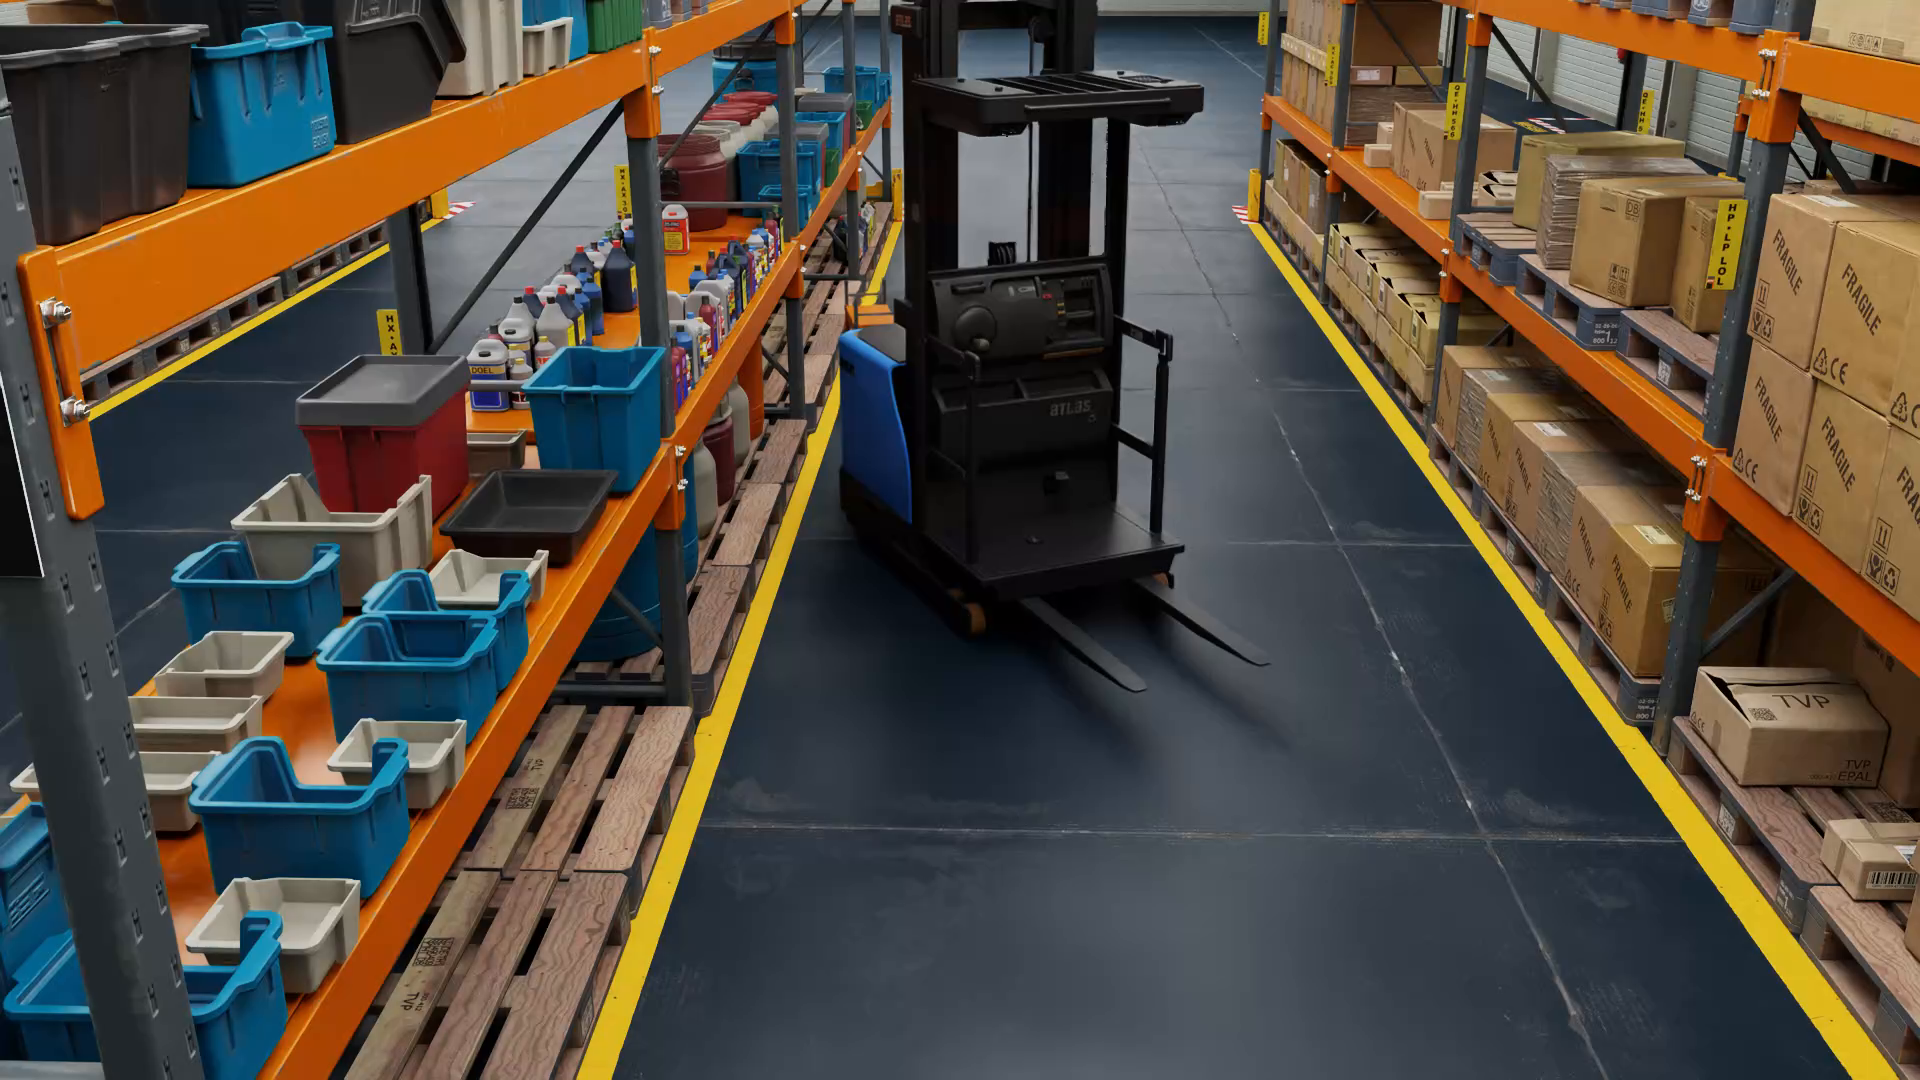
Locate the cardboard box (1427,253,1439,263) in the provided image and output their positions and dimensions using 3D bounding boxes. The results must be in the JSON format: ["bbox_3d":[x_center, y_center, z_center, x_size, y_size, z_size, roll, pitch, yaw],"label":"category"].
[{"bbox_3d":[3.832,-2.077,12.681,0.500,0.311,0.500,1,21,1],"label":"cardboard box"}]

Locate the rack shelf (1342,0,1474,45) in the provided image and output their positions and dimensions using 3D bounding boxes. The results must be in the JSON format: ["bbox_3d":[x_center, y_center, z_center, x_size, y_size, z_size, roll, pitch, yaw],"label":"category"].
[{"bbox_3d":[3.524,-3.760,11.420,1.077,0.370,4.000,1,21,2],"label":"rack shelf"}]

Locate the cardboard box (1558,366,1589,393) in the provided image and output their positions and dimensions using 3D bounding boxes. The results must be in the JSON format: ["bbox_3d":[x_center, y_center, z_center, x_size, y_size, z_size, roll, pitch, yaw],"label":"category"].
[{"bbox_3d":[3.672,-1.002,9.275,0.500,0.250,0.500,1,21,4],"label":"cardboard box"}]

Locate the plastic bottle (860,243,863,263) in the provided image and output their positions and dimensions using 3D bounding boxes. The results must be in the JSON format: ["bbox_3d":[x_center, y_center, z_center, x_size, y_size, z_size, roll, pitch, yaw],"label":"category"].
[{"bbox_3d":[-0.912,-2.560,14.741,0.097,0.201,0.097,0,21,0],"label":"plastic bottle"}]

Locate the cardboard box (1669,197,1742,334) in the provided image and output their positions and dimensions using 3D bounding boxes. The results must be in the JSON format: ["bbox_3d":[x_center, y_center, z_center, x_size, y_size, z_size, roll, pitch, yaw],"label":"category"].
[{"bbox_3d":[3.537,-1.188,7.225,0.700,0.500,0.500,4,22,10],"label":"cardboard box"}]

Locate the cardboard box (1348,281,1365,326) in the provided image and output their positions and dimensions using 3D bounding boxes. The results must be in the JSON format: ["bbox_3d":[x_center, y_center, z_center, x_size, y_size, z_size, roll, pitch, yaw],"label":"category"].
[{"bbox_3d":[3.295,-1.819,12.790,0.500,0.250,0.500,0,21,0],"label":"cardboard box"}]

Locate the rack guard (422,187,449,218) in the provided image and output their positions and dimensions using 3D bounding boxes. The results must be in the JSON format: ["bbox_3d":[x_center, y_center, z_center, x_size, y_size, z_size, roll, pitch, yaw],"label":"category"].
[{"bbox_3d":[-6.198,-3.784,18.089,1.175,0.500,0.348,1,21,2],"label":"rack guard"}]

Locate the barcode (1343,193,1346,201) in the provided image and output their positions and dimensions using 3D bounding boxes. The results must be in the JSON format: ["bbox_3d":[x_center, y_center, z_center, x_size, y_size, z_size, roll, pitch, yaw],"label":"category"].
[{"bbox_3d":[3.161,-2.820,13.669,0.001,0.075,0.075,1,21,2],"label":"barcode"}]

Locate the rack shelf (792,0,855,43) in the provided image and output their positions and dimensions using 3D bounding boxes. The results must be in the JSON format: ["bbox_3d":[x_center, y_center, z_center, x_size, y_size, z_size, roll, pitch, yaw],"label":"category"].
[{"bbox_3d":[-1.427,-3.816,11.564,1.077,0.370,4.000,1,21,2],"label":"rack shelf"}]

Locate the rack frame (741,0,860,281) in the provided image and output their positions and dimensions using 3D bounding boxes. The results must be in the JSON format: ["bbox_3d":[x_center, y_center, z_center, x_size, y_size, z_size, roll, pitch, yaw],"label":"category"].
[{"bbox_3d":[-1.366,-3.476,13.840,1.000,3.000,0.127,1,21,2],"label":"rack frame"}]

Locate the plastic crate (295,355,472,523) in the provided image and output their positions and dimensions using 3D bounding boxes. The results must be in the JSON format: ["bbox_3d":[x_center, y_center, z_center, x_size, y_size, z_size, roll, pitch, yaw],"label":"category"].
[{"bbox_3d":[-1.887,-0.321,5.538,0.402,0.464,0.583,1,21,2],"label":"plastic crate"}]

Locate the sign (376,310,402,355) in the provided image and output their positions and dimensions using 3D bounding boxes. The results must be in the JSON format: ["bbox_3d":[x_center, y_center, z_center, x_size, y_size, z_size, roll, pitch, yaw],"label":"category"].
[{"bbox_3d":[-2.159,-0.719,6.353,0.100,0.325,0.005,1,21,2],"label":"sign"}]

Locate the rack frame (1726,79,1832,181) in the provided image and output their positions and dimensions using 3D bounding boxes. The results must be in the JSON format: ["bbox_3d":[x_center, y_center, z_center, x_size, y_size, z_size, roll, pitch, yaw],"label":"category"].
[{"bbox_3d":[8.658,-4.813,17.287,1.000,3.000,0.127,1,21,2],"label":"rack frame"}]

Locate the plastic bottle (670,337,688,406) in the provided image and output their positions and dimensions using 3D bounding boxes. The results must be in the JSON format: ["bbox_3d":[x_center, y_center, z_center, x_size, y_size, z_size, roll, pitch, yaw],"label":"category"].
[{"bbox_3d":[-1.168,-0.705,6.860,0.061,0.283,0.133,1,21,2],"label":"plastic bottle"}]

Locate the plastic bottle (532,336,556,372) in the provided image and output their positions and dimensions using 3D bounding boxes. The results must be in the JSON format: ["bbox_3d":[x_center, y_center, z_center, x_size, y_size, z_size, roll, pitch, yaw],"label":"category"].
[{"bbox_3d":[-1.784,-0.774,7.152,0.097,0.201,0.097,0,21,0],"label":"plastic bottle"}]

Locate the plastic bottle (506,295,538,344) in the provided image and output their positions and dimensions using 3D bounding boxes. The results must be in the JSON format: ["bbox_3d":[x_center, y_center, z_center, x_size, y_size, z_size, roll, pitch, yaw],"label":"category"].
[{"bbox_3d":[-1.909,-0.896,7.260,0.144,0.351,0.185,1,21,2],"label":"plastic bottle"}]

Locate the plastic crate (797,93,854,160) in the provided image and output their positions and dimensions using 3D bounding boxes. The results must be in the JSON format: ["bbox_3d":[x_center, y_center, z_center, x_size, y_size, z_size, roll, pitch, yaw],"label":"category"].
[{"bbox_3d":[-1.075,-3.327,13.369,0.402,0.464,0.583,1,21,2],"label":"plastic crate"}]

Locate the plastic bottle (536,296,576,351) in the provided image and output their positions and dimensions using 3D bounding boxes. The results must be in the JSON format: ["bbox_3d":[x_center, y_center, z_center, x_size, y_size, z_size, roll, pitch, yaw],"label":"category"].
[{"bbox_3d":[-1.765,-0.895,7.256,0.144,0.351,0.185,1,21,2],"label":"plastic bottle"}]

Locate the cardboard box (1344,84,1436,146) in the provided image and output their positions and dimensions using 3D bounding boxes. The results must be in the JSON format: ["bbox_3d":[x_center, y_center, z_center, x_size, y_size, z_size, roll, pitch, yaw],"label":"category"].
[{"bbox_3d":[3.592,-3.627,14.092,0.700,0.500,0.500,0,21,0],"label":"cardboard box"}]

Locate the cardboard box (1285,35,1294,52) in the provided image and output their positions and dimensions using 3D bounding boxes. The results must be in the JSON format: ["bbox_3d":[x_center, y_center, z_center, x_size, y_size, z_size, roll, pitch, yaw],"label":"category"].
[{"bbox_3d":[3.474,-4.980,16.682,0.380,0.149,0.250,0,21,0],"label":"cardboard box"}]

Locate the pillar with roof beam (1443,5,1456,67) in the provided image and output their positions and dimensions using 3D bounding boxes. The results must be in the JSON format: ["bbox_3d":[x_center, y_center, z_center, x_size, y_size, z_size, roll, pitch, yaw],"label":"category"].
[{"bbox_3d":[5.746,-13.903,32.420,9.100,9.000,0.400,1,21,2],"label":"pillar with roof beam"}]

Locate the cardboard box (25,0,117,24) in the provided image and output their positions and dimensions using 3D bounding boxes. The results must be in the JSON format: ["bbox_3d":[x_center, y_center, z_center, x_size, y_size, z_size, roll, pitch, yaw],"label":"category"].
[{"bbox_3d":[-6.481,-3.720,13.060,1.000,1.000,1.000,1,21,2],"label":"cardboard box"}]

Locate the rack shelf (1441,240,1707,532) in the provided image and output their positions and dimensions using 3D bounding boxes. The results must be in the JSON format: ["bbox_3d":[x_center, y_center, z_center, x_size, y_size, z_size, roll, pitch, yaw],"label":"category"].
[{"bbox_3d":[3.402,-0.915,8.235,1.077,0.370,4.000,1,21,2],"label":"rack shelf"}]

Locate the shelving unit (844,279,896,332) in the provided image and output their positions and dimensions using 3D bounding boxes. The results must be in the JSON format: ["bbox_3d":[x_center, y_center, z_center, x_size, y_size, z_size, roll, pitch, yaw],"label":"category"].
[{"bbox_3d":[-0.504,-0.847,9.554,0.258,1.200,0.503,-4,21,-9],"label":"shelving unit"}]

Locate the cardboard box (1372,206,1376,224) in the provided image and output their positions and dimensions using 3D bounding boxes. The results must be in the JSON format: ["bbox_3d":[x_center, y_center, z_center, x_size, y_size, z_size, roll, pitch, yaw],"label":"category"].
[{"bbox_3d":[3.919,-3.028,14.871,0.500,0.500,0.500,1,21,2],"label":"cardboard box"}]

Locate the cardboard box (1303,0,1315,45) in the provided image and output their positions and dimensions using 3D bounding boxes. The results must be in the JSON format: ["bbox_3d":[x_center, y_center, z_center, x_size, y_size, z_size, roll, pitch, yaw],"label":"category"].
[{"bbox_3d":[3.653,-4.957,15.727,0.700,0.500,0.500,1,21,2],"label":"cardboard box"}]

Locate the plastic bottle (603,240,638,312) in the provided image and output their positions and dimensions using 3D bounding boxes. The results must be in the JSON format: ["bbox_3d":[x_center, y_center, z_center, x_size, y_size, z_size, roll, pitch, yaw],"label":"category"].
[{"bbox_3d":[-1.719,-1.341,8.408,0.144,0.351,0.185,1,21,2],"label":"plastic bottle"}]

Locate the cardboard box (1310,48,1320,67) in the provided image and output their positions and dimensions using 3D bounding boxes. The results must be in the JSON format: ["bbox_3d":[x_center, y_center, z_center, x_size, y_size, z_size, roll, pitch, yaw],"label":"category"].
[{"bbox_3d":[3.424,-4.425,15.251,0.380,0.149,0.250,1,21,3],"label":"cardboard box"}]

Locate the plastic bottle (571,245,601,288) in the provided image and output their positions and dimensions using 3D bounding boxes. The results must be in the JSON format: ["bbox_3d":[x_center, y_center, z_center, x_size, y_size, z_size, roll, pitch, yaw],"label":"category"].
[{"bbox_3d":[-1.875,-1.294,8.286,0.144,0.351,0.185,1,21,2],"label":"plastic bottle"}]

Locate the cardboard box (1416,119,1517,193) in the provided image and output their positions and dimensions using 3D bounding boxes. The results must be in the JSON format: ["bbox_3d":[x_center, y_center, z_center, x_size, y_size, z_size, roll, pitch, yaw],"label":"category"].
[{"bbox_3d":[3.498,-2.627,11.515,0.500,0.500,0.500,0,21,-1],"label":"cardboard box"}]

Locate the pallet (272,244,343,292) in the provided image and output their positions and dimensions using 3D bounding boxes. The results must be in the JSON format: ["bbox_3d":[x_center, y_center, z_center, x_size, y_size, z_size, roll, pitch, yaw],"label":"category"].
[{"bbox_3d":[-6.332,-2.473,15.112,1.003,0.211,1.213,1,21,2],"label":"pallet"}]

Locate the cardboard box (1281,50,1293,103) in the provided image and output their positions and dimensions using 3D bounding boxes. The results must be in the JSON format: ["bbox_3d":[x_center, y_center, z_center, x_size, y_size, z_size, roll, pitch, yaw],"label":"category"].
[{"bbox_3d":[3.679,-4.744,16.971,0.700,0.500,0.500,1,21,2],"label":"cardboard box"}]

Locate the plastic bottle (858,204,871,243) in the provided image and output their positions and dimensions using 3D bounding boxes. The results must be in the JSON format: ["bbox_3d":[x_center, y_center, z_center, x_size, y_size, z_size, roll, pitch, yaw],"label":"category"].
[{"bbox_3d":[-0.908,-2.955,15.552,0.144,0.351,0.185,0,21,1],"label":"plastic bottle"}]

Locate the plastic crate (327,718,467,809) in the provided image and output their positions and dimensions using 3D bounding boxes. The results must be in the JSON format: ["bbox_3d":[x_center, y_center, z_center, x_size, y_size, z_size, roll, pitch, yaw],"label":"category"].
[{"bbox_3d":[-1.281,0.512,3.844,0.250,0.136,0.298,1,21,2],"label":"plastic crate"}]

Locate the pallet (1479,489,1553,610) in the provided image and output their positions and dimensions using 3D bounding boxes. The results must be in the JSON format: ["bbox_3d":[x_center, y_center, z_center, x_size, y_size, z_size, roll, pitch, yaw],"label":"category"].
[{"bbox_3d":[3.363,0.036,8.645,1.003,0.211,1.213,1,21,2],"label":"pallet"}]

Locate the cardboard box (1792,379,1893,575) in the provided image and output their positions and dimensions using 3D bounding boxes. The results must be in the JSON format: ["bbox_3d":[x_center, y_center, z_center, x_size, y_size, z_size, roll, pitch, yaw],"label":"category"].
[{"bbox_3d":[3.041,-0.208,5.279,0.500,0.500,0.500,1,21,3],"label":"cardboard box"}]

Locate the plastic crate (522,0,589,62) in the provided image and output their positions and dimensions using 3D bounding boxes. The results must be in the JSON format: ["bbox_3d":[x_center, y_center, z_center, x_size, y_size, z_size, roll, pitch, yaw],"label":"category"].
[{"bbox_3d":[-1.318,-1.571,5.016,0.416,0.233,0.300,1,21,2],"label":"plastic crate"}]

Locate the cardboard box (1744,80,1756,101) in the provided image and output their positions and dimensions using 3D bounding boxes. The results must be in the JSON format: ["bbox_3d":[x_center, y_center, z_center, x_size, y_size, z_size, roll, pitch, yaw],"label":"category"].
[{"bbox_3d":[8.326,-4.579,16.864,0.500,0.250,0.500,0,21,0],"label":"cardboard box"}]

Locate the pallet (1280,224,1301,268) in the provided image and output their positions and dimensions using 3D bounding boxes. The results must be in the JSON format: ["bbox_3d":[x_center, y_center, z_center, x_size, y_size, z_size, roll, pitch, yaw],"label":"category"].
[{"bbox_3d":[3.685,-2.849,16.080,1.003,0.211,1.213,1,21,2],"label":"pallet"}]

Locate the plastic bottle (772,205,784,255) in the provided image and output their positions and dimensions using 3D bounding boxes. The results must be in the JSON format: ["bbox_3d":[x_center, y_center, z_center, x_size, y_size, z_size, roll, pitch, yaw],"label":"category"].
[{"bbox_3d":[-1.074,-1.824,9.745,0.061,0.283,0.133,1,21,2],"label":"plastic bottle"}]

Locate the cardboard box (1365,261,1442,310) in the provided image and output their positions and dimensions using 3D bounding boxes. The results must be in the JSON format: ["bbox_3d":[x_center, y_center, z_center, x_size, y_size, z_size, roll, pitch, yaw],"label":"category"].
[{"bbox_3d":[3.278,-1.893,12.205,0.500,0.311,0.500,1,21,3],"label":"cardboard box"}]

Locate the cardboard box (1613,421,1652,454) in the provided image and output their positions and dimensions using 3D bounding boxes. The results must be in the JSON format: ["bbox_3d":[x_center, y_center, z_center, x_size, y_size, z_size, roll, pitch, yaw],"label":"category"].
[{"bbox_3d":[3.643,-0.296,8.492,0.500,0.500,0.500,0,21,0],"label":"cardboard box"}]

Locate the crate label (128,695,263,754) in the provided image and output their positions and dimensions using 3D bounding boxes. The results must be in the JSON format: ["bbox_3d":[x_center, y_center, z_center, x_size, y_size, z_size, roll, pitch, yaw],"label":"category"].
[{"bbox_3d":[-1.880,0.456,3.990,0.396,0.136,0.243,1,21,2],"label":"crate label"}]

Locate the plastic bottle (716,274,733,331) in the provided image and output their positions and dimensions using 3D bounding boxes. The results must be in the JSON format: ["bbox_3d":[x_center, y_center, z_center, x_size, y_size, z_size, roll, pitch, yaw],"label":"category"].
[{"bbox_3d":[-1.149,-1.147,8.015,0.097,0.271,0.097,0,21,0],"label":"plastic bottle"}]

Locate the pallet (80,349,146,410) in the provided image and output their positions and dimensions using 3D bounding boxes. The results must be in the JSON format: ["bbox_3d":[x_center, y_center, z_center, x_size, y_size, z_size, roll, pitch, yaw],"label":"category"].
[{"bbox_3d":[-6.413,-1.066,11.486,1.003,0.211,1.213,1,21,2],"label":"pallet"}]

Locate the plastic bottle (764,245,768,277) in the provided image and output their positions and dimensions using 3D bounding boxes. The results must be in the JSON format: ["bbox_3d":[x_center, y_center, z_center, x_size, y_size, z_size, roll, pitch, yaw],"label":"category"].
[{"bbox_3d":[-1.111,-1.555,9.165,0.097,0.201,0.097,0,21,0],"label":"plastic bottle"}]

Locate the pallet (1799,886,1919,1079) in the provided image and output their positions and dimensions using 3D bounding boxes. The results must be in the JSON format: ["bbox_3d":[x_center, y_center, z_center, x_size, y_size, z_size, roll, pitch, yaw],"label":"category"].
[{"bbox_3d":[3.285,1.463,4.966,1.003,0.211,1.213,1,21,2],"label":"pallet"}]

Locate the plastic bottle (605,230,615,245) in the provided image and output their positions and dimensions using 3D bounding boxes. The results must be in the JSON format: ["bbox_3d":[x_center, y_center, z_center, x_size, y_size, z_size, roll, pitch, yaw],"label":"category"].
[{"bbox_3d":[-1.895,-1.524,8.970,0.061,0.283,0.133,1,21,2],"label":"plastic bottle"}]

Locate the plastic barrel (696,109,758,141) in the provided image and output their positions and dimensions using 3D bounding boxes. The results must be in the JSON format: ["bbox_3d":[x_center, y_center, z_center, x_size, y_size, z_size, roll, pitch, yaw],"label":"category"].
[{"bbox_3d":[-1.650,-2.774,11.843,0.433,0.535,0.433,0,21,0],"label":"plastic barrel"}]

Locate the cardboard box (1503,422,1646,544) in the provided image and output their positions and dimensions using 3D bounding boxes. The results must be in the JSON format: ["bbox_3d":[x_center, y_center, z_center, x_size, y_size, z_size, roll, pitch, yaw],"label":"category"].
[{"bbox_3d":[3.122,-0.293,8.484,0.500,0.500,0.500,0,21,0],"label":"cardboard box"}]

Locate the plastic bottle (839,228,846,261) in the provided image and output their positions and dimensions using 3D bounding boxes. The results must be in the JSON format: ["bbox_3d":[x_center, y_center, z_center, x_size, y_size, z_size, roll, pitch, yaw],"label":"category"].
[{"bbox_3d":[-1.042,-2.643,14.841,0.061,0.283,0.133,1,21,2],"label":"plastic bottle"}]

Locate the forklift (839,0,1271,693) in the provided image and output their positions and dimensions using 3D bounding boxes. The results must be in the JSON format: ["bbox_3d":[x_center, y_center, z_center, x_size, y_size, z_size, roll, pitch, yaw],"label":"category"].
[{"bbox_3d":[0.396,-1.085,7.774,1.130,2.935,3.031,-9,23,-23],"label":"forklift"}]

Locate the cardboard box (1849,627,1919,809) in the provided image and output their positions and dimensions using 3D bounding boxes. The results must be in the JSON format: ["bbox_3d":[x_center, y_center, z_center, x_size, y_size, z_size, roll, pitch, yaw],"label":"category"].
[{"bbox_3d":[3.608,0.642,6.075,0.500,0.500,0.500,1,21,2],"label":"cardboard box"}]

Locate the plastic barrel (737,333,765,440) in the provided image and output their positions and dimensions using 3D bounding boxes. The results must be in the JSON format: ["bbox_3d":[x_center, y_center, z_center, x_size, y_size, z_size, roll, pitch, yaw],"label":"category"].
[{"bbox_3d":[-1.486,-1.036,9.973,0.600,0.830,0.708,1,21,2],"label":"plastic barrel"}]

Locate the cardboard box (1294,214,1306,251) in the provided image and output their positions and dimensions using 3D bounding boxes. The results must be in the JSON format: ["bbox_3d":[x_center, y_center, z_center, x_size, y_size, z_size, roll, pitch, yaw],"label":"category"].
[{"bbox_3d":[3.406,-2.865,15.488,0.500,0.250,0.500,1,21,2],"label":"cardboard box"}]

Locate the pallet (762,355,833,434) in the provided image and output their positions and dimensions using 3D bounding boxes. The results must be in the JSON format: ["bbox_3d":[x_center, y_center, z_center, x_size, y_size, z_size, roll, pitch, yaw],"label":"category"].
[{"bbox_3d":[-1.426,-1.009,11.338,1.003,0.211,1.213,1,21,2],"label":"pallet"}]

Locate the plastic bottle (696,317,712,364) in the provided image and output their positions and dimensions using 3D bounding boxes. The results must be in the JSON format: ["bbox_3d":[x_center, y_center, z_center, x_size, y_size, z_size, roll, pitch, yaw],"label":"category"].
[{"bbox_3d":[-1.167,-0.898,7.471,0.097,0.201,0.097,0,21,0],"label":"plastic bottle"}]

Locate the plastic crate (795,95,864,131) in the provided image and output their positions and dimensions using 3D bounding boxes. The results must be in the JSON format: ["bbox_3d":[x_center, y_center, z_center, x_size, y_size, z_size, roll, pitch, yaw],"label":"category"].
[{"bbox_3d":[-1.223,-3.635,14.336,0.767,0.338,0.504,1,21,2],"label":"plastic crate"}]
